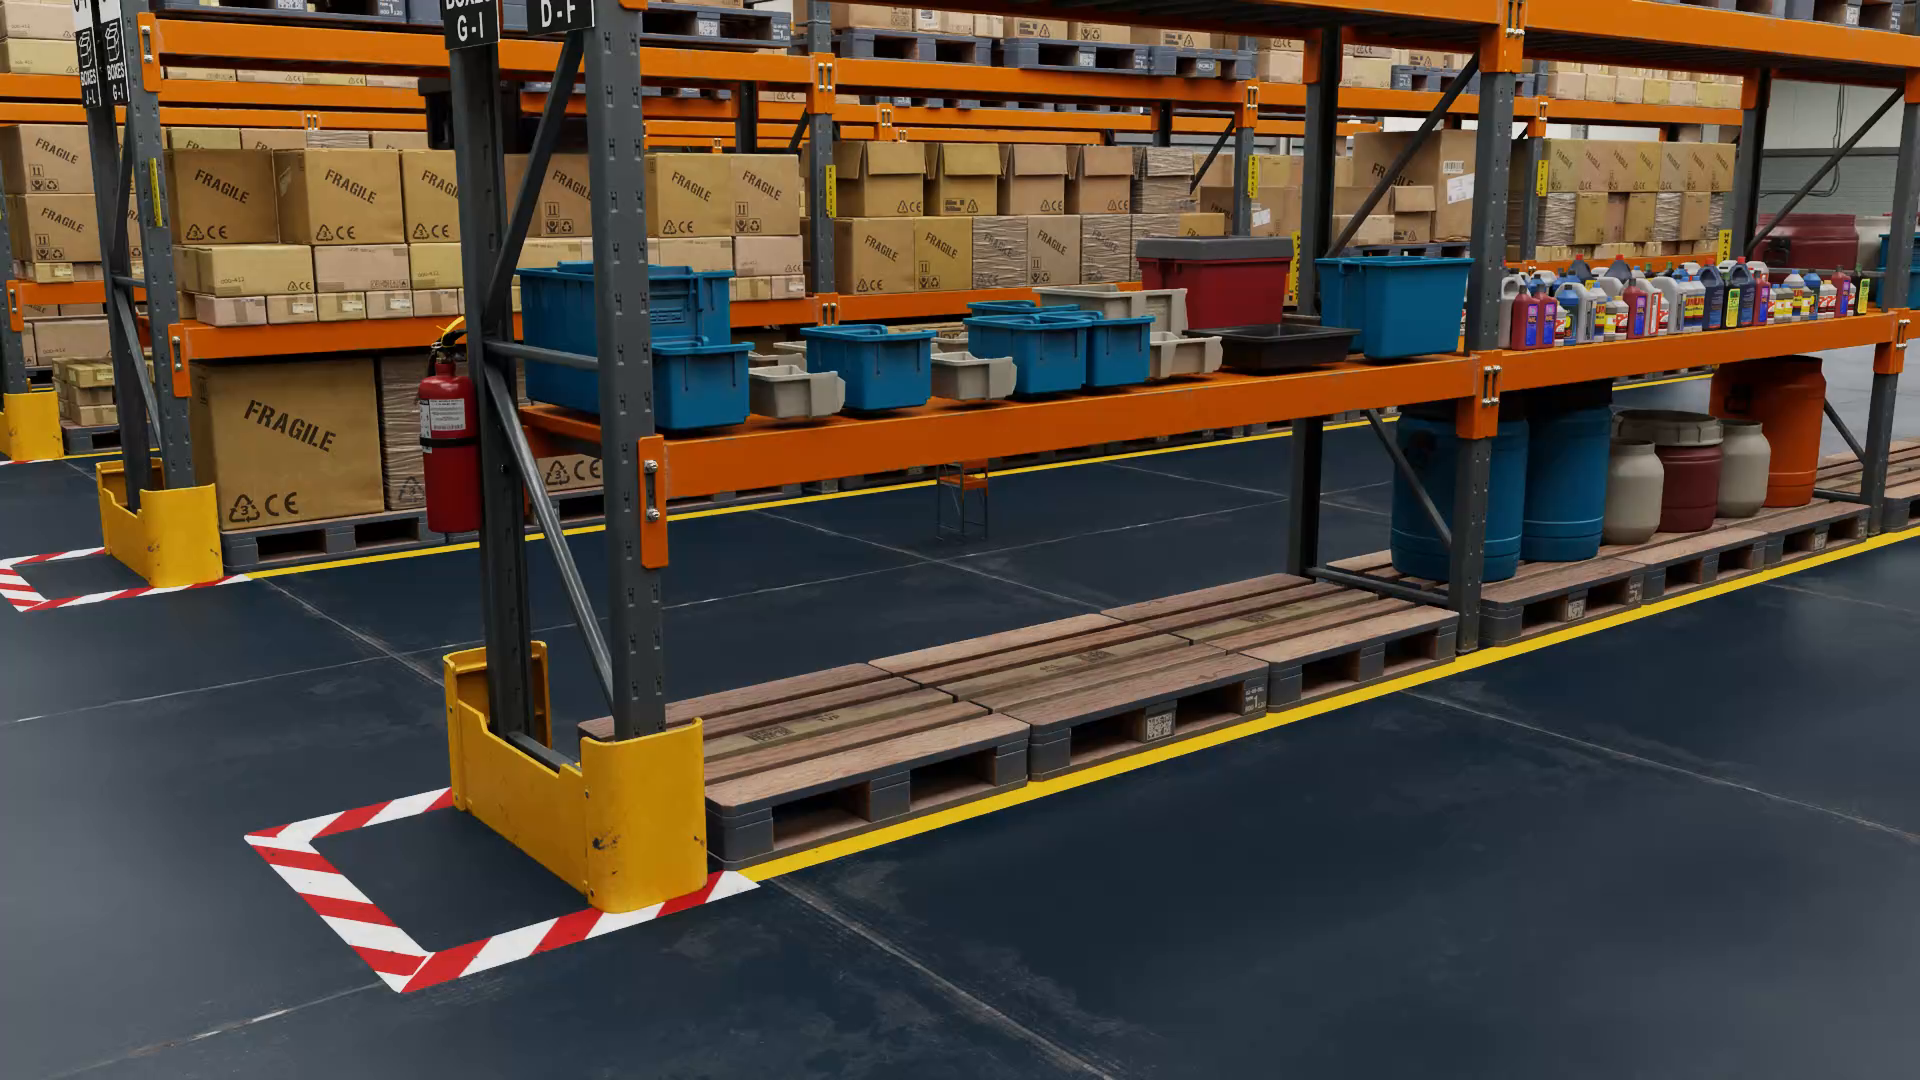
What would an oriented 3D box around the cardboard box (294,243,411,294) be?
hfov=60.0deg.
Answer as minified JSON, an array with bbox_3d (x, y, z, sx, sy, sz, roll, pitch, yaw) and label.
[{"bbox_3d":[-3.351,-1.495,9.093,0.500,0.250,0.500,-10,15,-38],"label":"cardboard box"}]

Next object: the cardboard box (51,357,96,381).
[{"bbox_3d":[-7.060,-1.365,13.256,0.250,0.149,0.380,-9,15,-37],"label":"cardboard box"}]

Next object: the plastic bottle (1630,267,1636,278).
[{"bbox_3d":[3.676,-1.373,9.185,0.097,0.271,0.097,0,12,0],"label":"plastic bottle"}]

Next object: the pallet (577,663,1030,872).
[{"bbox_3d":[-0.533,0.731,5.679,1.213,0.211,1.003,-9,15,-38],"label":"pallet"}]

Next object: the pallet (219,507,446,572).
[{"bbox_3d":[-3.720,-0.088,9.536,1.213,0.211,1.003,-9,15,-38],"label":"pallet"}]

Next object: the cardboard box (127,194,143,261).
[{"bbox_3d":[-6.390,-2.435,12.917,0.500,0.500,0.500,-9,15,-38],"label":"cardboard box"}]

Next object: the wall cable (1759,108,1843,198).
[{"bbox_3d":[24.349,-11.356,48.919,0.112,2.526,3.097,-9,15,-38],"label":"wall cable"}]

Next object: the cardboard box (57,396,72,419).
[{"bbox_3d":[-7.035,-1.066,13.282,0.250,0.149,0.380,-9,15,-37],"label":"cardboard box"}]

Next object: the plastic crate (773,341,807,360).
[{"bbox_3d":[-0.443,-0.603,5.739,0.243,0.136,0.396,-9,15,-38],"label":"plastic crate"}]

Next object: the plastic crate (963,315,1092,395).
[{"bbox_3d":[0.225,-0.629,5.630,0.300,0.233,0.416,-9,15,-38],"label":"plastic crate"}]

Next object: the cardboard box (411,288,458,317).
[{"bbox_3d":[-3.011,-1.339,9.319,0.250,0.149,0.380,-10,15,-39],"label":"cardboard box"}]

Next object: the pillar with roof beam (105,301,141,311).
[{"bbox_3d":[-8.884,-6.559,18.853,0.400,9.000,9.100,-9,15,-38],"label":"pillar with roof beam"}]

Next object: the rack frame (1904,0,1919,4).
[{"bbox_3d":[5.045,-4.505,9.181,0.127,3.000,1.000,-9,15,-38],"label":"rack frame"}]

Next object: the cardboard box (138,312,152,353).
[{"bbox_3d":[-8.619,-2.234,18.085,0.875,0.438,0.875,-10,16,-39],"label":"cardboard box"}]

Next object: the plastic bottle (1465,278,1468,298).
[{"bbox_3d":[2.525,-1.176,8.066,0.185,0.351,0.144,-9,15,-38],"label":"plastic bottle"}]

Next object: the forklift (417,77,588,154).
[{"bbox_3d":[-3.184,-2.167,12.777,3.031,2.935,1.130,-10,16,-40],"label":"forklift"}]

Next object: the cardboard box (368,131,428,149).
[{"bbox_3d":[-4.790,-3.183,14.034,0.500,0.500,0.500,-10,16,-39],"label":"cardboard box"}]

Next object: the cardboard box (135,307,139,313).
[{"bbox_3d":[-10.997,-2.969,21.959,0.258,0.266,0.396,-9,15,-36],"label":"cardboard box"}]

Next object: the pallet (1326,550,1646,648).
[{"bbox_3d":[2.550,0.219,8.089,1.213,0.211,1.003,-9,15,-38],"label":"pallet"}]

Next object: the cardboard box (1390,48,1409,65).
[{"bbox_3d":[3.673,-4.192,14.478,0.250,0.166,0.380,-10,16,-39],"label":"cardboard box"}]

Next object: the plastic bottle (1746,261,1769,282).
[{"bbox_3d":[4.600,-1.482,9.683,0.135,0.276,0.152,-9,15,-38],"label":"plastic bottle"}]

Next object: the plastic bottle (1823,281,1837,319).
[{"bbox_3d":[4.714,-1.310,9.054,0.097,0.201,0.097,0,12,0],"label":"plastic bottle"}]

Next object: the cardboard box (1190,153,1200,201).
[{"bbox_3d":[2.364,-4.354,19.953,0.550,0.550,0.875,-9,15,-38],"label":"cardboard box"}]

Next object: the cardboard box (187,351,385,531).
[{"bbox_3d":[-3.846,-0.598,9.328,0.875,0.875,0.875,-9,15,-38],"label":"cardboard box"}]

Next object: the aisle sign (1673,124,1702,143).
[{"bbox_3d":[8.059,-4.740,18.473,0.004,0.787,0.394,-9,15,-38],"label":"aisle sign"}]

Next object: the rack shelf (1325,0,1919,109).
[{"bbox_3d":[3.484,-2.426,8.345,4.000,0.370,1.077,-9,15,-38],"label":"rack shelf"}]

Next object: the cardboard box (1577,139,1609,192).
[{"bbox_3d":[5.974,-3.659,16.274,0.500,0.500,0.500,-9,15,-38],"label":"cardboard box"}]

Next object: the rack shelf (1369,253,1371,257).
[{"bbox_3d":[3.617,-3.618,21.179,4.000,0.370,1.077,-9,15,-38],"label":"rack shelf"}]

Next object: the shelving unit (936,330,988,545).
[{"bbox_3d":[0.011,-0.589,9.513,0.189,1.200,0.258,-9,15,-38],"label":"shelving unit"}]

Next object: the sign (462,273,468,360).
[{"bbox_3d":[-1.558,-0.699,5.308,0.005,0.325,0.100,-9,15,-38],"label":"sign"}]

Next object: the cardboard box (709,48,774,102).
[{"bbox_3d":[-2.131,-4.461,15.954,0.500,0.500,0.500,-9,15,-38],"label":"cardboard box"}]

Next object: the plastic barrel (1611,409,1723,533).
[{"bbox_3d":[3.792,-0.384,9.009,0.708,0.588,0.600,-9,15,-38],"label":"plastic barrel"}]

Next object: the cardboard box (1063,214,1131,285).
[{"bbox_3d":[0.924,-2.187,12.466,0.500,0.500,0.500,-10,16,-39],"label":"cardboard box"}]

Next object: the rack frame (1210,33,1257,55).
[{"bbox_3d":[1.951,-5.309,12.964,0.127,3.000,1.000,-9,15,-38],"label":"rack frame"}]

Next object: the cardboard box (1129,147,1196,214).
[{"bbox_3d":[1.370,-2.821,13.038,0.637,0.503,0.797,-9,15,-36],"label":"cardboard box"}]

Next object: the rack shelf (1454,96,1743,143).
[{"bbox_3d":[6.636,-4.268,17.017,4.000,0.370,1.077,-9,15,-38],"label":"rack shelf"}]

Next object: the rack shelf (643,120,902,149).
[{"bbox_3d":[-2.678,-5.356,22.142,4.000,0.370,1.077,-9,15,-38],"label":"rack shelf"}]

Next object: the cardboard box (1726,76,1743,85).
[{"bbox_3d":[8.176,-4.914,17.730,0.250,0.149,0.380,-9,15,-38],"label":"cardboard box"}]

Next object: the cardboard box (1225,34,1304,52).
[{"bbox_3d":[2.479,-4.154,13.304,0.500,0.500,0.500,-9,15,-37],"label":"cardboard box"}]

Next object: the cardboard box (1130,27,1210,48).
[{"bbox_3d":[1.520,-4.006,12.793,0.637,0.503,0.797,-8,15,-34],"label":"cardboard box"}]

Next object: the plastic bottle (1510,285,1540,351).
[{"bbox_3d":[2.475,-0.973,7.270,0.133,0.283,0.061,-9,15,-38],"label":"plastic bottle"}]

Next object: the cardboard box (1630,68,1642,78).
[{"bbox_3d":[6.516,-4.649,16.483,0.250,0.149,0.380,-10,15,-39],"label":"cardboard box"}]

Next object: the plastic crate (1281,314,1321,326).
[{"bbox_3d":[1.469,-0.915,7.205,0.243,0.136,0.396,-9,15,-38],"label":"plastic crate"}]

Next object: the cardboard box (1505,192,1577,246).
[{"bbox_3d":[5.465,-3.136,16.218,0.500,0.500,0.875,-9,15,-38],"label":"cardboard box"}]

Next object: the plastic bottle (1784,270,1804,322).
[{"bbox_3d":[4.410,-1.293,8.809,0.097,0.271,0.097,0,12,0],"label":"plastic bottle"}]

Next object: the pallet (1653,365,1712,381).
[{"bbox_3d":[7.482,-1.938,18.249,1.213,0.211,1.003,-9,15,-38],"label":"pallet"}]

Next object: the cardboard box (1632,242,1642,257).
[{"bbox_3d":[6.760,-2.986,17.073,0.250,0.149,0.380,-9,15,-38],"label":"cardboard box"}]

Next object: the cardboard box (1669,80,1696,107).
[{"bbox_3d":[7.187,-4.572,17.077,0.500,0.250,0.500,-9,15,-36],"label":"cardboard box"}]

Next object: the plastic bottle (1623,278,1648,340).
[{"bbox_3d":[3.168,-1.088,7.812,0.133,0.283,0.061,-9,15,-38],"label":"plastic bottle"}]

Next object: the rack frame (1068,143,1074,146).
[{"bbox_3d":[2.007,-5.019,26.045,0.127,3.000,1.000,-9,15,-38],"label":"rack frame"}]
